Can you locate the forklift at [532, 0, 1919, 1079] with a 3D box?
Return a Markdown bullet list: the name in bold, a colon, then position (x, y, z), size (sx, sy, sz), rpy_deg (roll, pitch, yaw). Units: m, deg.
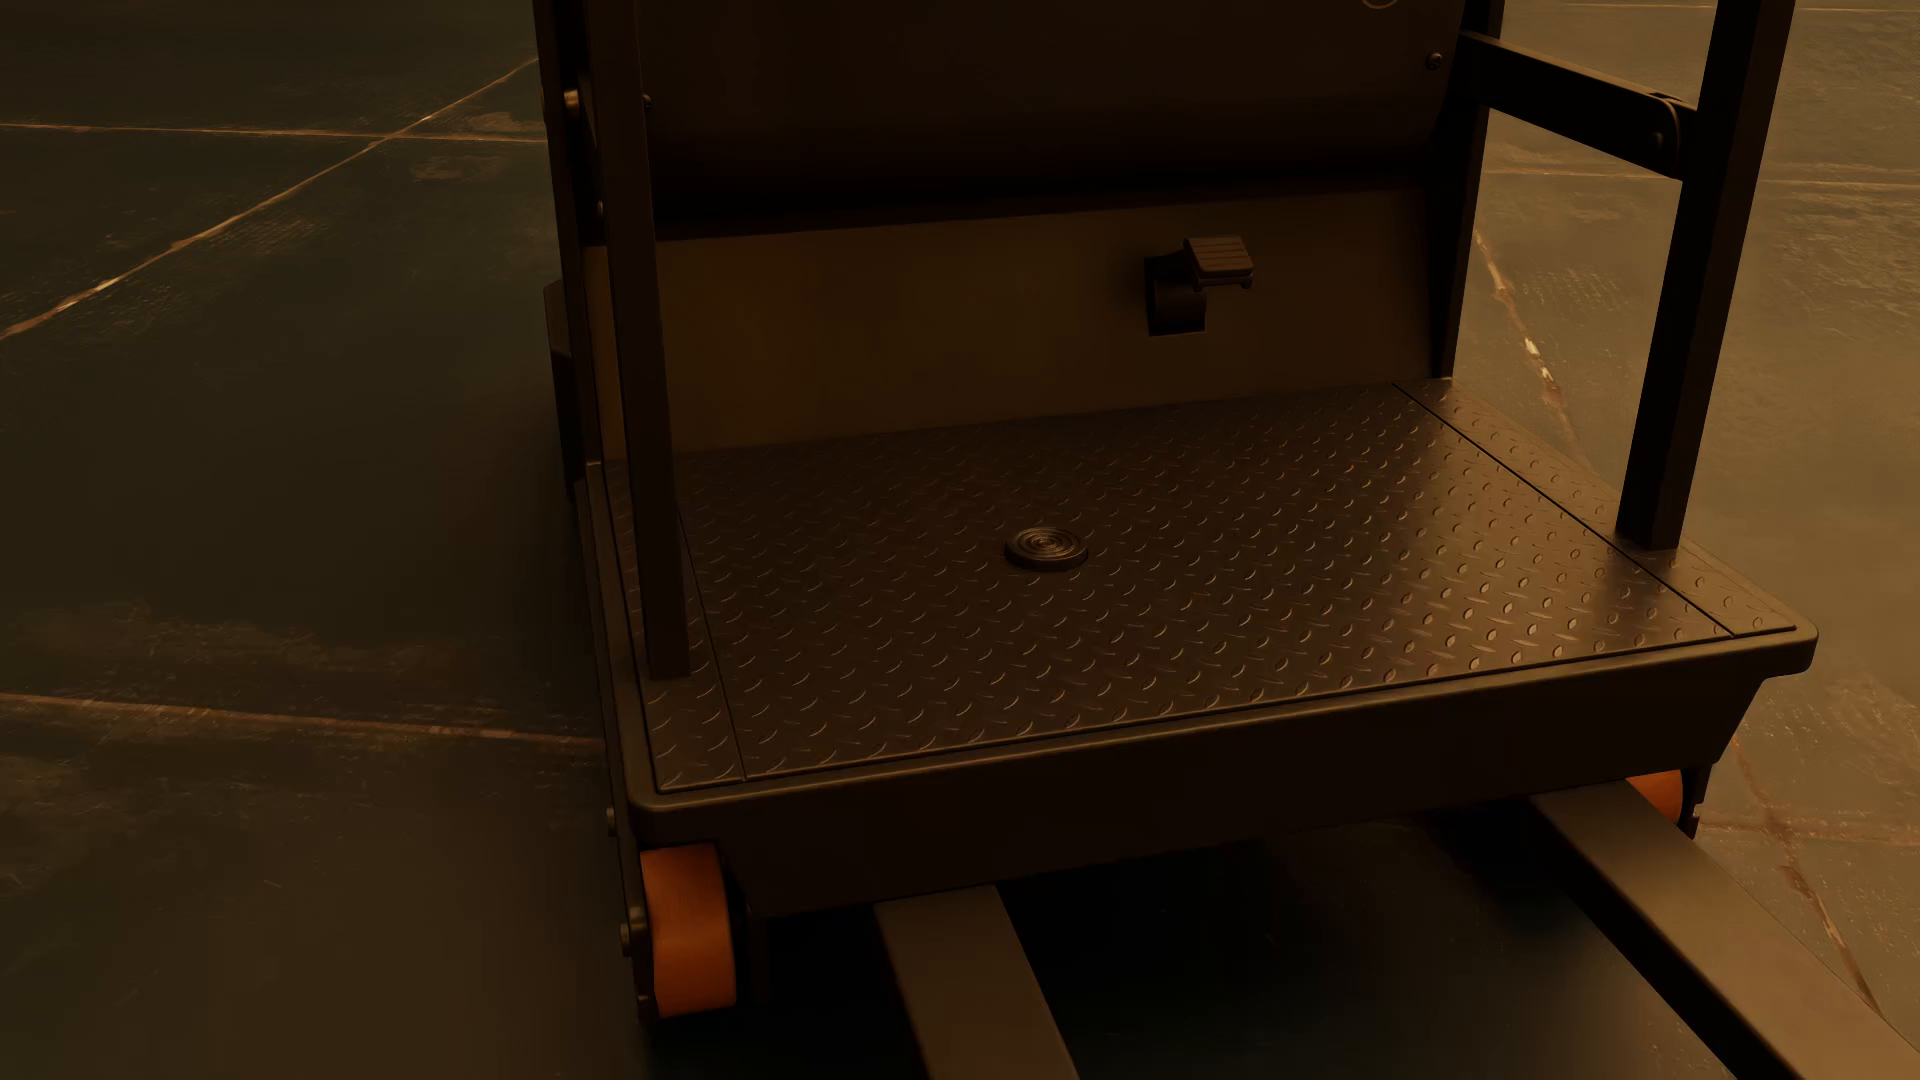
- **forklift**: position (0.153, -1.049, 1.319), size (1.130, 2.935, 3.031), rpy_deg (-7, 27, -13)
